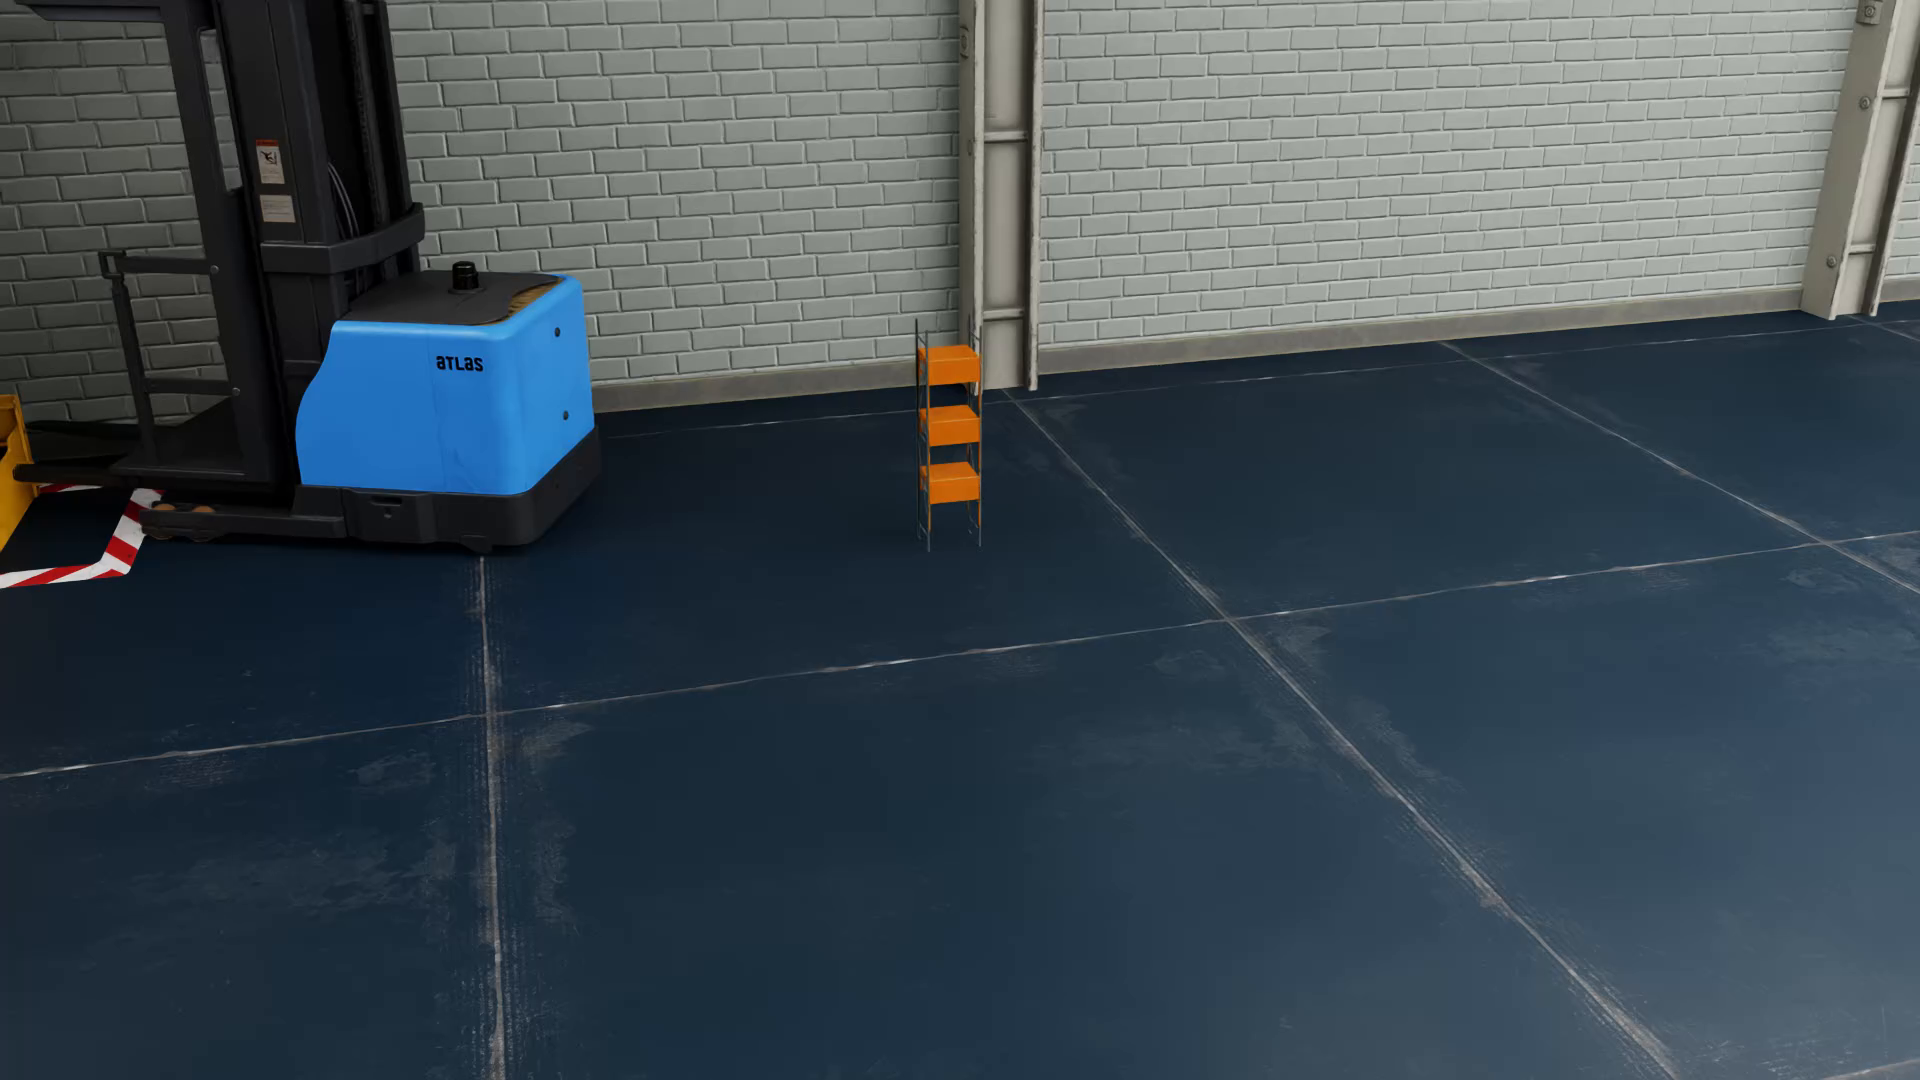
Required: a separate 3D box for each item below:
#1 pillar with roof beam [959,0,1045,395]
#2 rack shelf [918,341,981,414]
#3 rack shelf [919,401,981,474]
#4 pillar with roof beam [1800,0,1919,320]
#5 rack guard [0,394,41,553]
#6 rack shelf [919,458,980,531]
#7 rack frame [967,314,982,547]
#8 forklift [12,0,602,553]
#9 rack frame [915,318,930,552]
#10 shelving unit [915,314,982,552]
[{"bbox_3d":[1.389,-3.425,4.319,0.400,9.000,9.100,-6,24,-14],"label":"pillar with roof beam"},{"bbox_3d":[-0.052,-0.728,7.422,0.240,0.259,0.215,-6,24,-14],"label":"rack shelf"},{"bbox_3d":[-0.052,-0.467,7.534,0.240,0.259,0.215,-6,24,-14],"label":"rack shelf"},{"bbox_3d":[7.166,-4.064,5.809,0.400,9.000,9.100,-6,24,-14],"label":"pillar with roof beam"},{"bbox_3d":[-4.614,-0.249,7.696,0.348,0.500,1.175,-6,24,-14],"label":"rack guard"},{"bbox_3d":[-0.052,-0.212,7.643,0.240,0.259,0.215,-6,24,-14],"label":"rack shelf"},{"bbox_3d":[0.066,-0.490,7.560,0.008,1.050,0.200,-6,24,-14],"label":"rack frame"},{"bbox_3d":[-3.363,-1.537,7.615,3.031,2.935,1.130,3,23,7],"label":"forklift"},{"bbox_3d":[-0.169,-0.464,7.499,0.008,1.050,0.200,-6,24,-14],"label":"rack frame"},{"bbox_3d":[-0.052,-0.477,7.530,0.252,1.050,0.215,-6,24,-14],"label":"shelving unit"}]
